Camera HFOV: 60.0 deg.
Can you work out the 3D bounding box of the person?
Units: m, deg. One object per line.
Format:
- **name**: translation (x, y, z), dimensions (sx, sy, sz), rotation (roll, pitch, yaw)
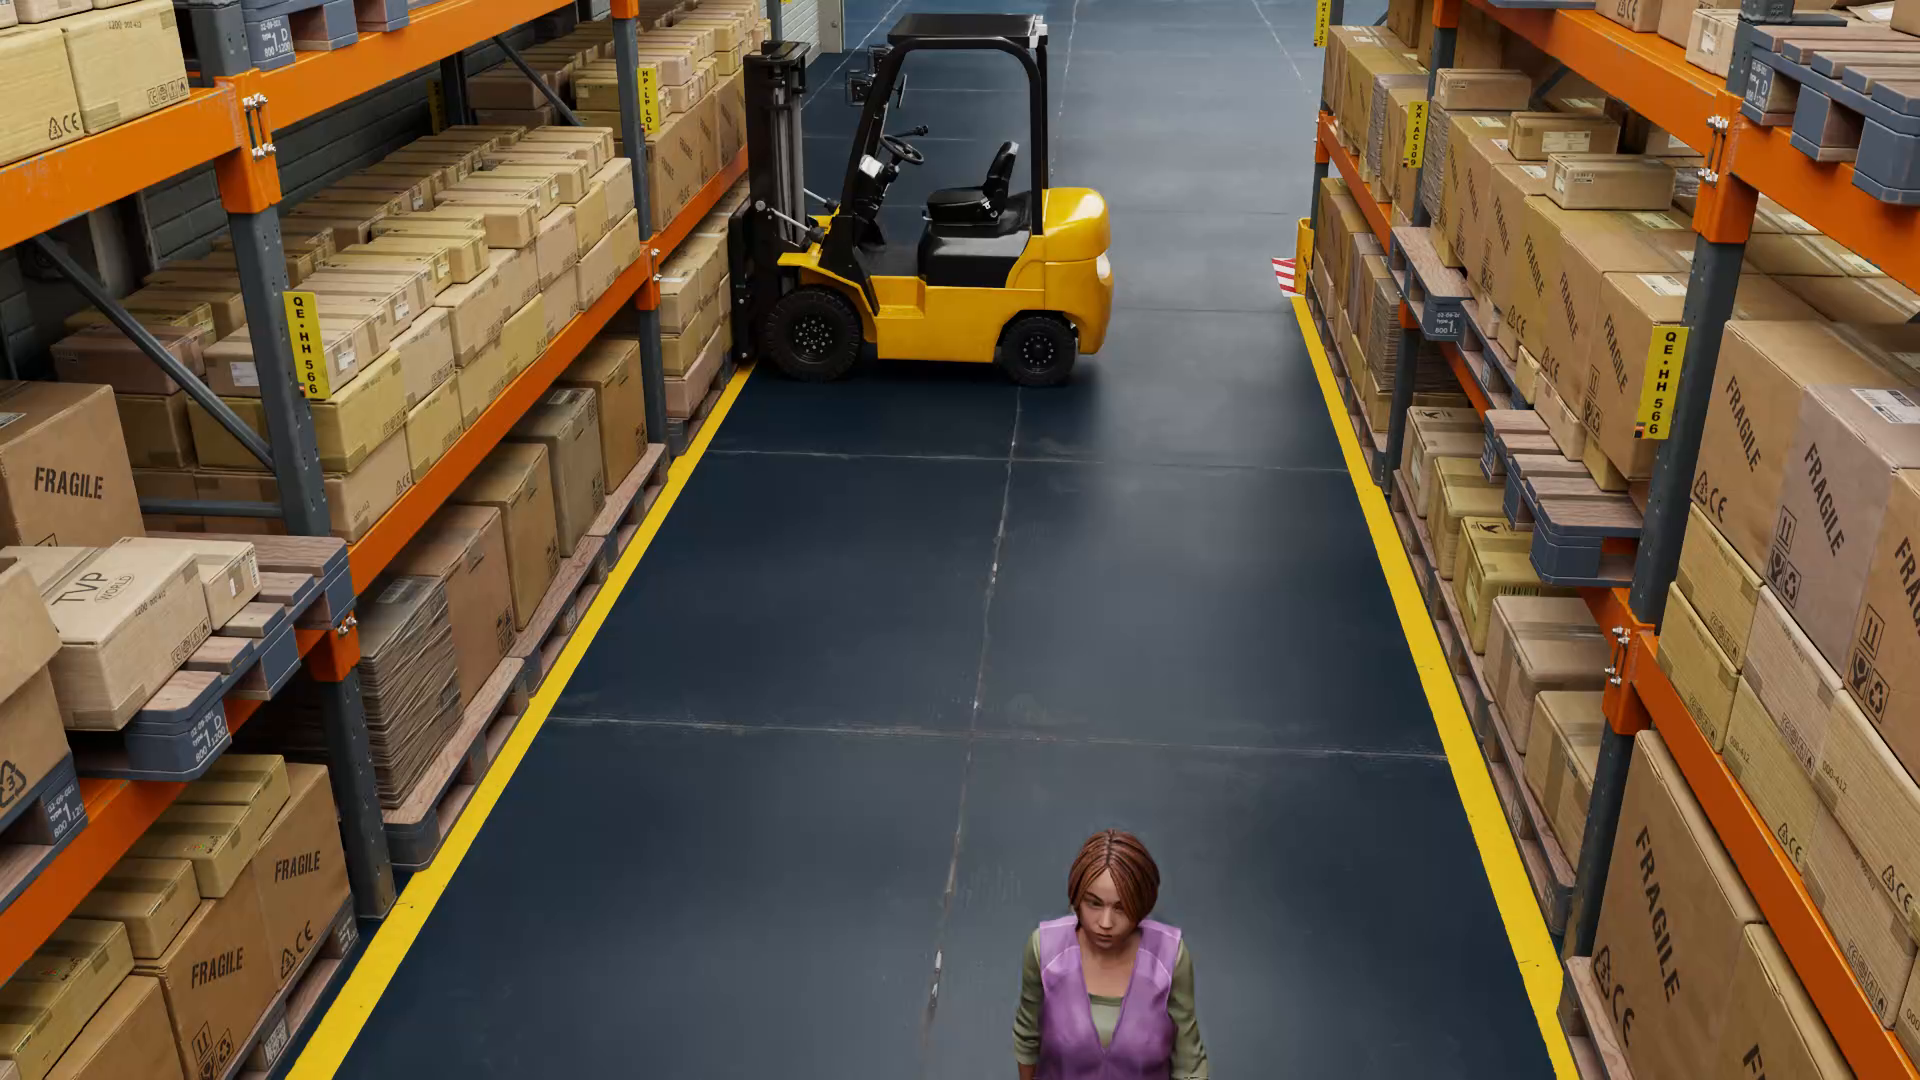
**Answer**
- **person**: translation (0.331, 1.344, 3.699), dimensions (0.418, 1.542, 0.937), rotation (-1, 25, -1)
